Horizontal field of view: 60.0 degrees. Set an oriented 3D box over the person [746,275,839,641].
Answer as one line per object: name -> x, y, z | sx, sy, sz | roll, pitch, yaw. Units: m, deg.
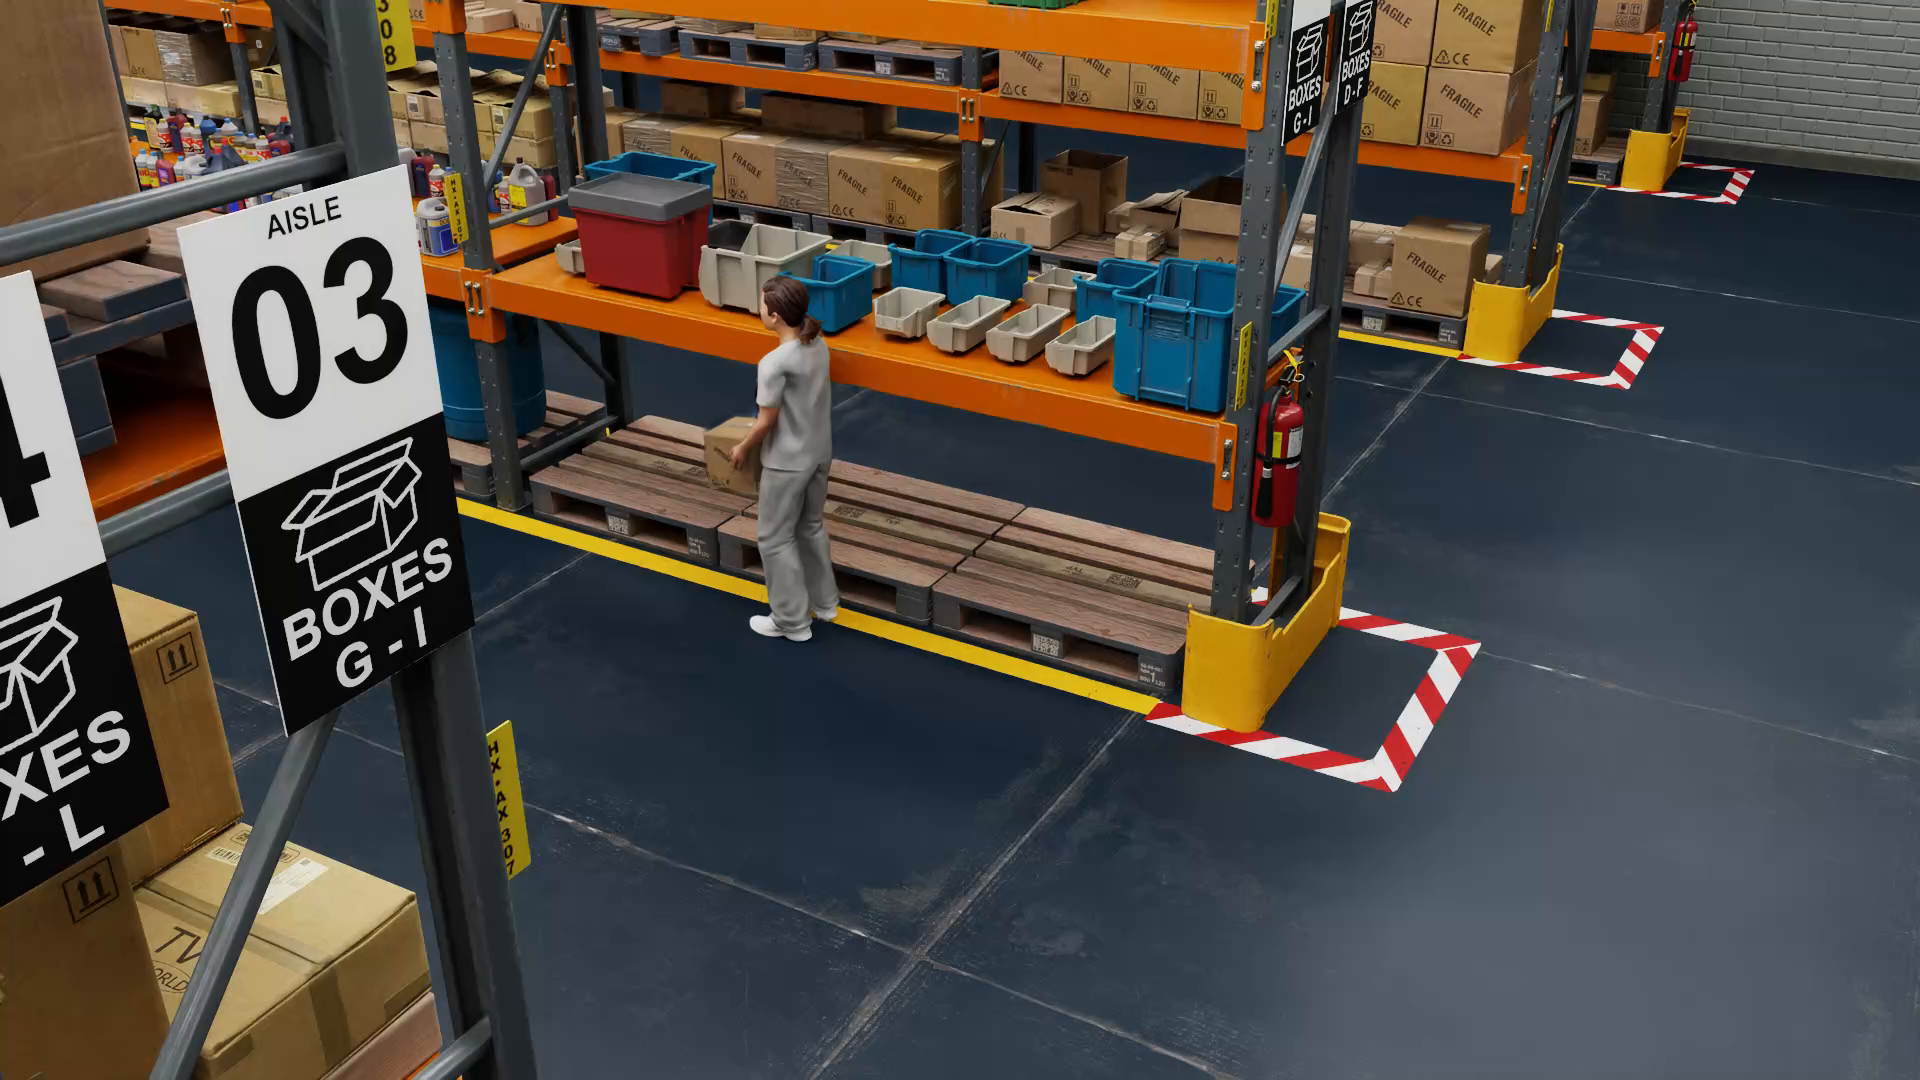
person -> -0.749, -0.354, 7.319 | 0.362, 1.675, 0.478 | 13, 30, 25
